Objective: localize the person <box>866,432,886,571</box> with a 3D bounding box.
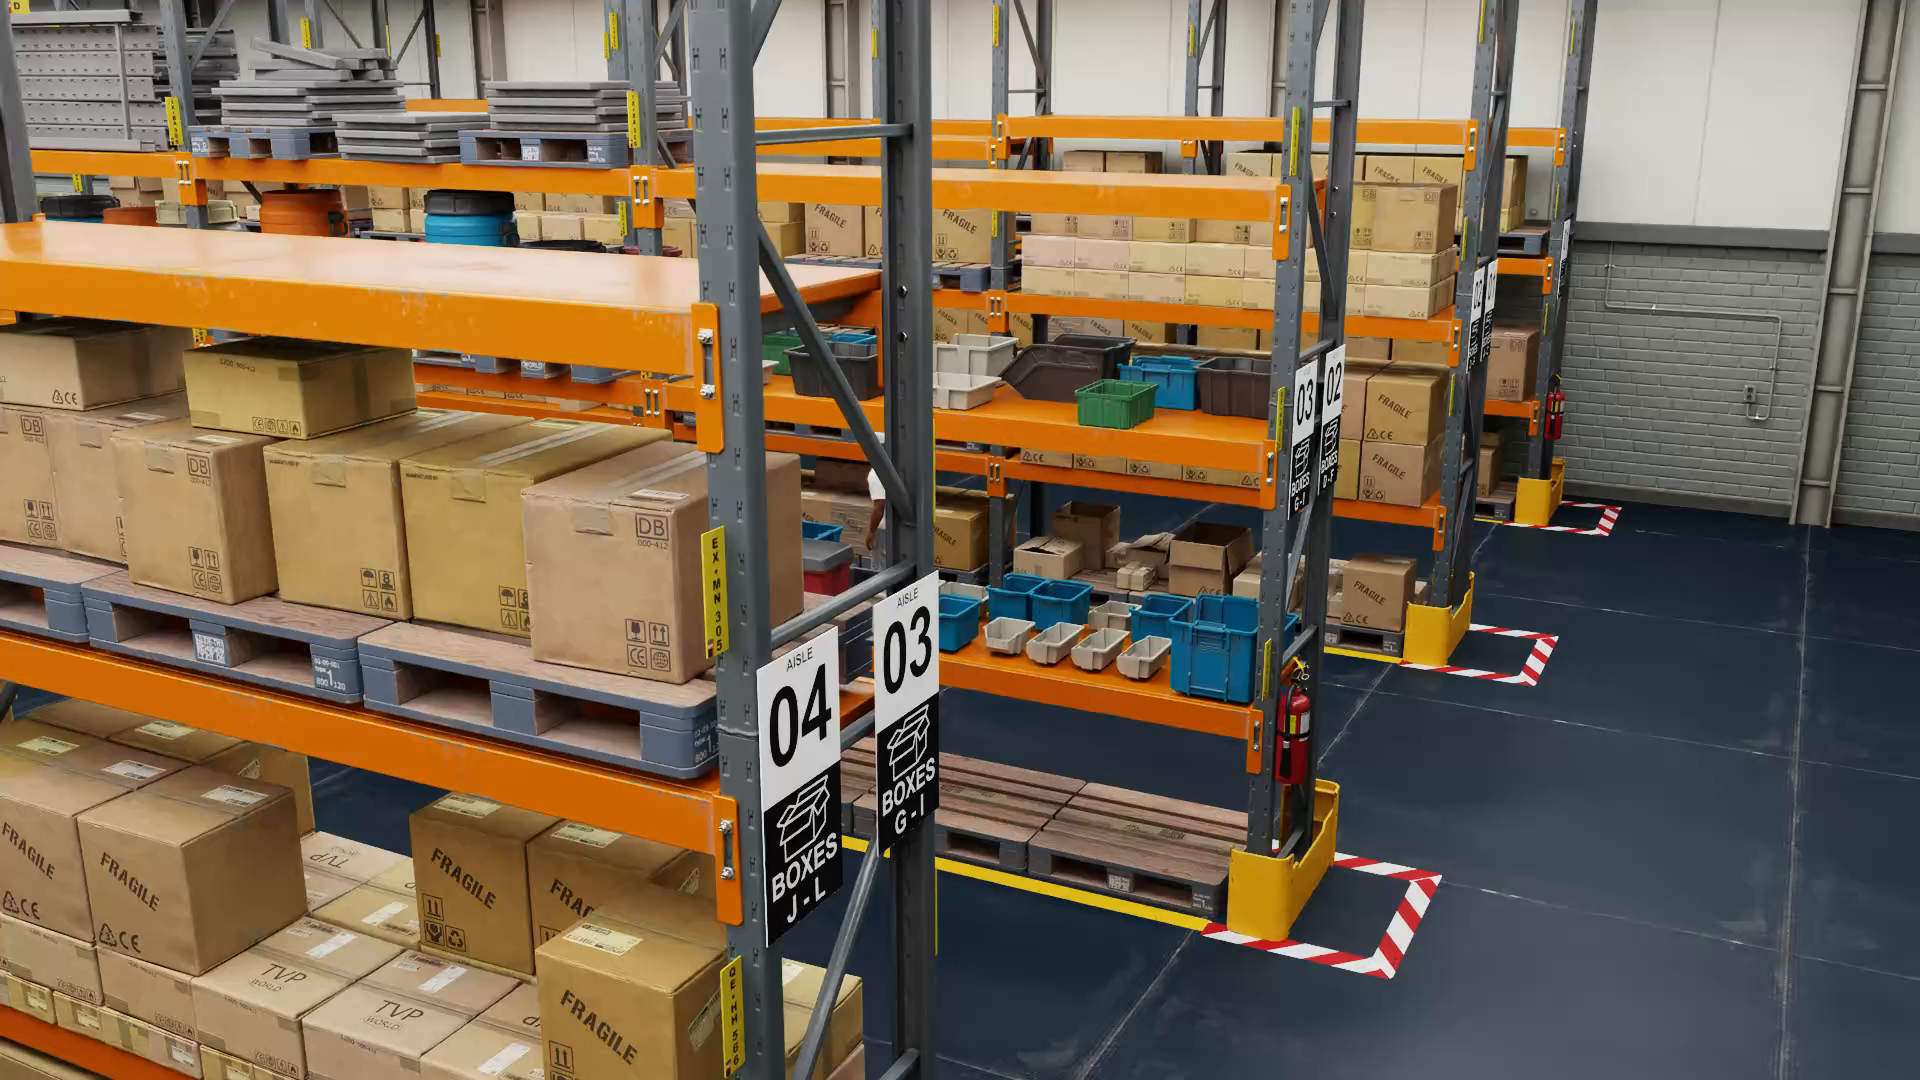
[{"bbox_3d":[-0.641,-0.135,14.477,0.458,1.760,0.635,7,17,23],"label":"person"}]
